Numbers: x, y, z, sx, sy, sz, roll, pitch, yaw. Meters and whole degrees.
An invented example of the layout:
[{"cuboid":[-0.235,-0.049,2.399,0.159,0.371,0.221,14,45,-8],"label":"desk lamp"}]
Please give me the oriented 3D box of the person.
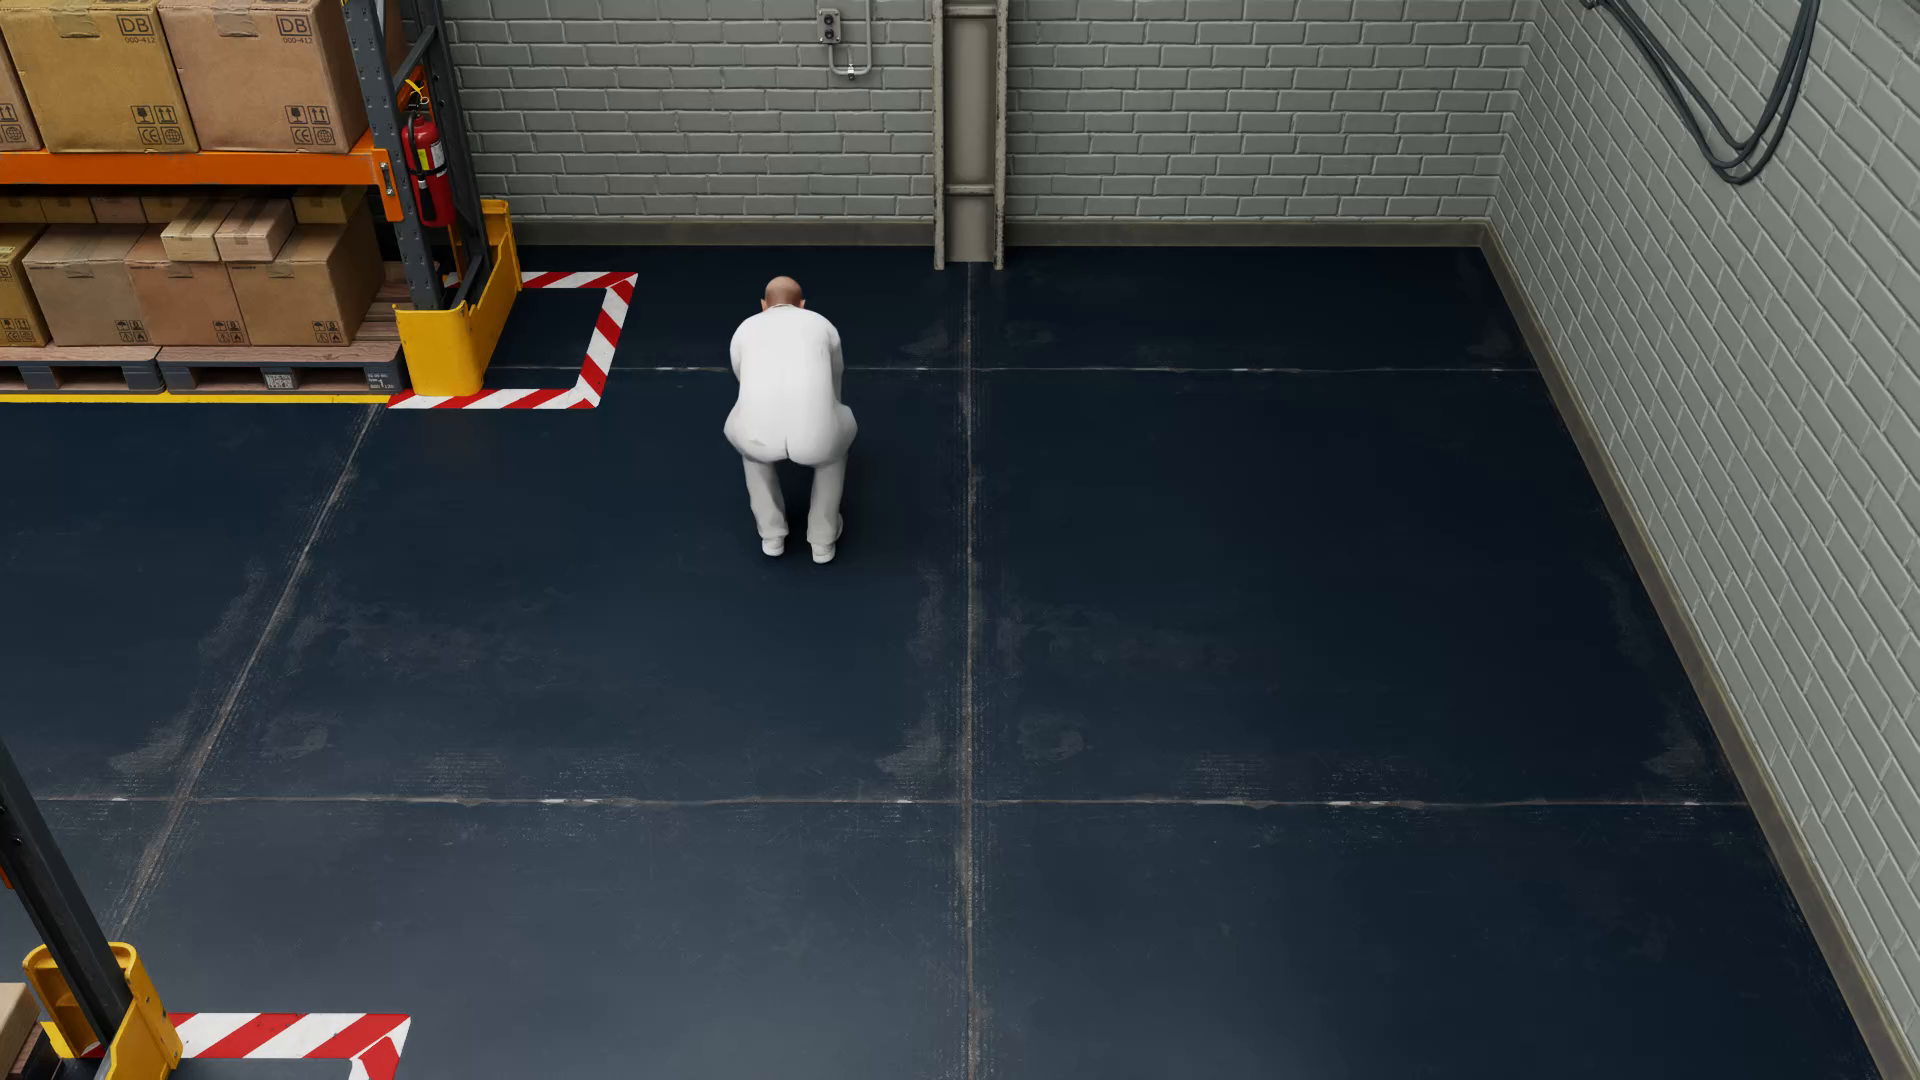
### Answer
[{"cuboid":[-0.741,-0.510,7.374,0.585,1.048,0.942,-2,39,-2],"label":"person"}]
